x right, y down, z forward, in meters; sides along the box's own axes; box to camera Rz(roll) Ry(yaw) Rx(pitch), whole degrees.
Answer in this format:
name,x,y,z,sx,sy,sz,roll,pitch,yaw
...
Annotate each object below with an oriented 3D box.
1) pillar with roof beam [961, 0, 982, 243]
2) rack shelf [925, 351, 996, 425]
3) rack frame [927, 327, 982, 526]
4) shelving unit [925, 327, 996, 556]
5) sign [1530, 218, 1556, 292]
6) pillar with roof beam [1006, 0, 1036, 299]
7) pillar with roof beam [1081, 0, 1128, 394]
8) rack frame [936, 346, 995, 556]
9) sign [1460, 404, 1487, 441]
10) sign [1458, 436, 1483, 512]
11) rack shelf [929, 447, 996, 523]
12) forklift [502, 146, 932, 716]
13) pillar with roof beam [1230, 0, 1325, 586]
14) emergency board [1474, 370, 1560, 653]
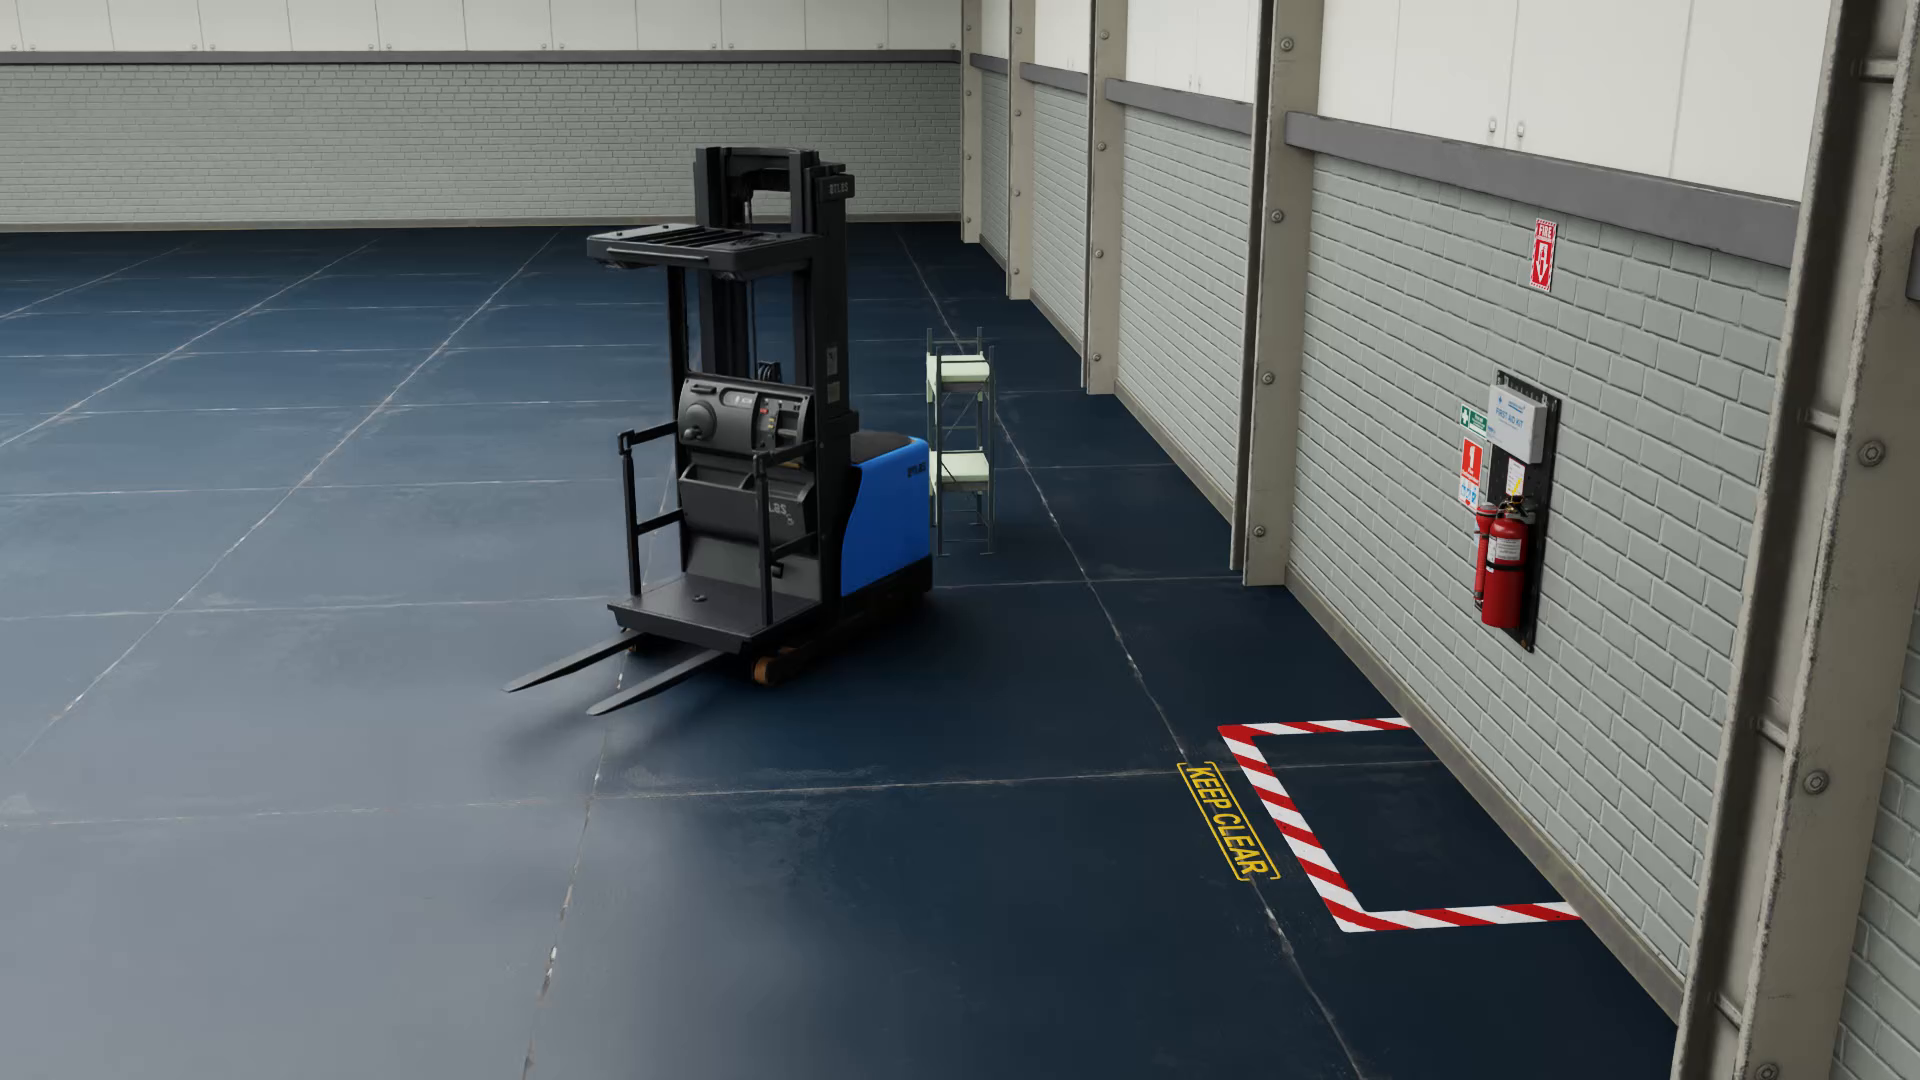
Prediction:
name,x,y,z,sx,sy,sz,roll,pitch,yaw
pillar with roof beam,-4.089,-9.279,26.708,9.100,9.000,0.400,-2,18,-6
rack shelf,-0.001,-1.090,11.842,0.431,0.370,0.720,-2,18,-6
rack frame,-0.038,-0.827,12.306,0.400,1.500,0.023,-2,18,-6
shelving unit,-0.001,-0.718,11.959,0.431,1.500,0.755,-2,18,-6
sign,2.549,-1.248,7.274,0.001,0.298,0.199,-2,18,-6
pillar with roof beam,-3.471,-7.491,21.014,9.100,9.000,0.400,-2,18,-6
pillar with roof beam,-2.852,-5.703,15.320,9.100,9.000,0.400,-2,18,-6
rack frame,0.037,-0.609,11.611,0.400,1.500,0.023,-2,18,-6
sign,2.488,-0.572,8.048,0.001,0.109,0.331,-2,18,-6
sign,2.497,-0.321,8.133,0.001,0.329,0.234,-2,18,-6
rack shelf,-0.001,-0.407,12.056,0.431,0.370,0.720,-2,18,-6
forklift,-1.379,-0.722,9.582,1.130,2.935,3.031,10,20,30
pillar with roof beam,-2.233,-3.916,9.626,9.100,9.000,0.400,-2,18,-6
emergency board,2.451,-0.136,7.603,0.194,1.169,0.643,-2,18,-6
